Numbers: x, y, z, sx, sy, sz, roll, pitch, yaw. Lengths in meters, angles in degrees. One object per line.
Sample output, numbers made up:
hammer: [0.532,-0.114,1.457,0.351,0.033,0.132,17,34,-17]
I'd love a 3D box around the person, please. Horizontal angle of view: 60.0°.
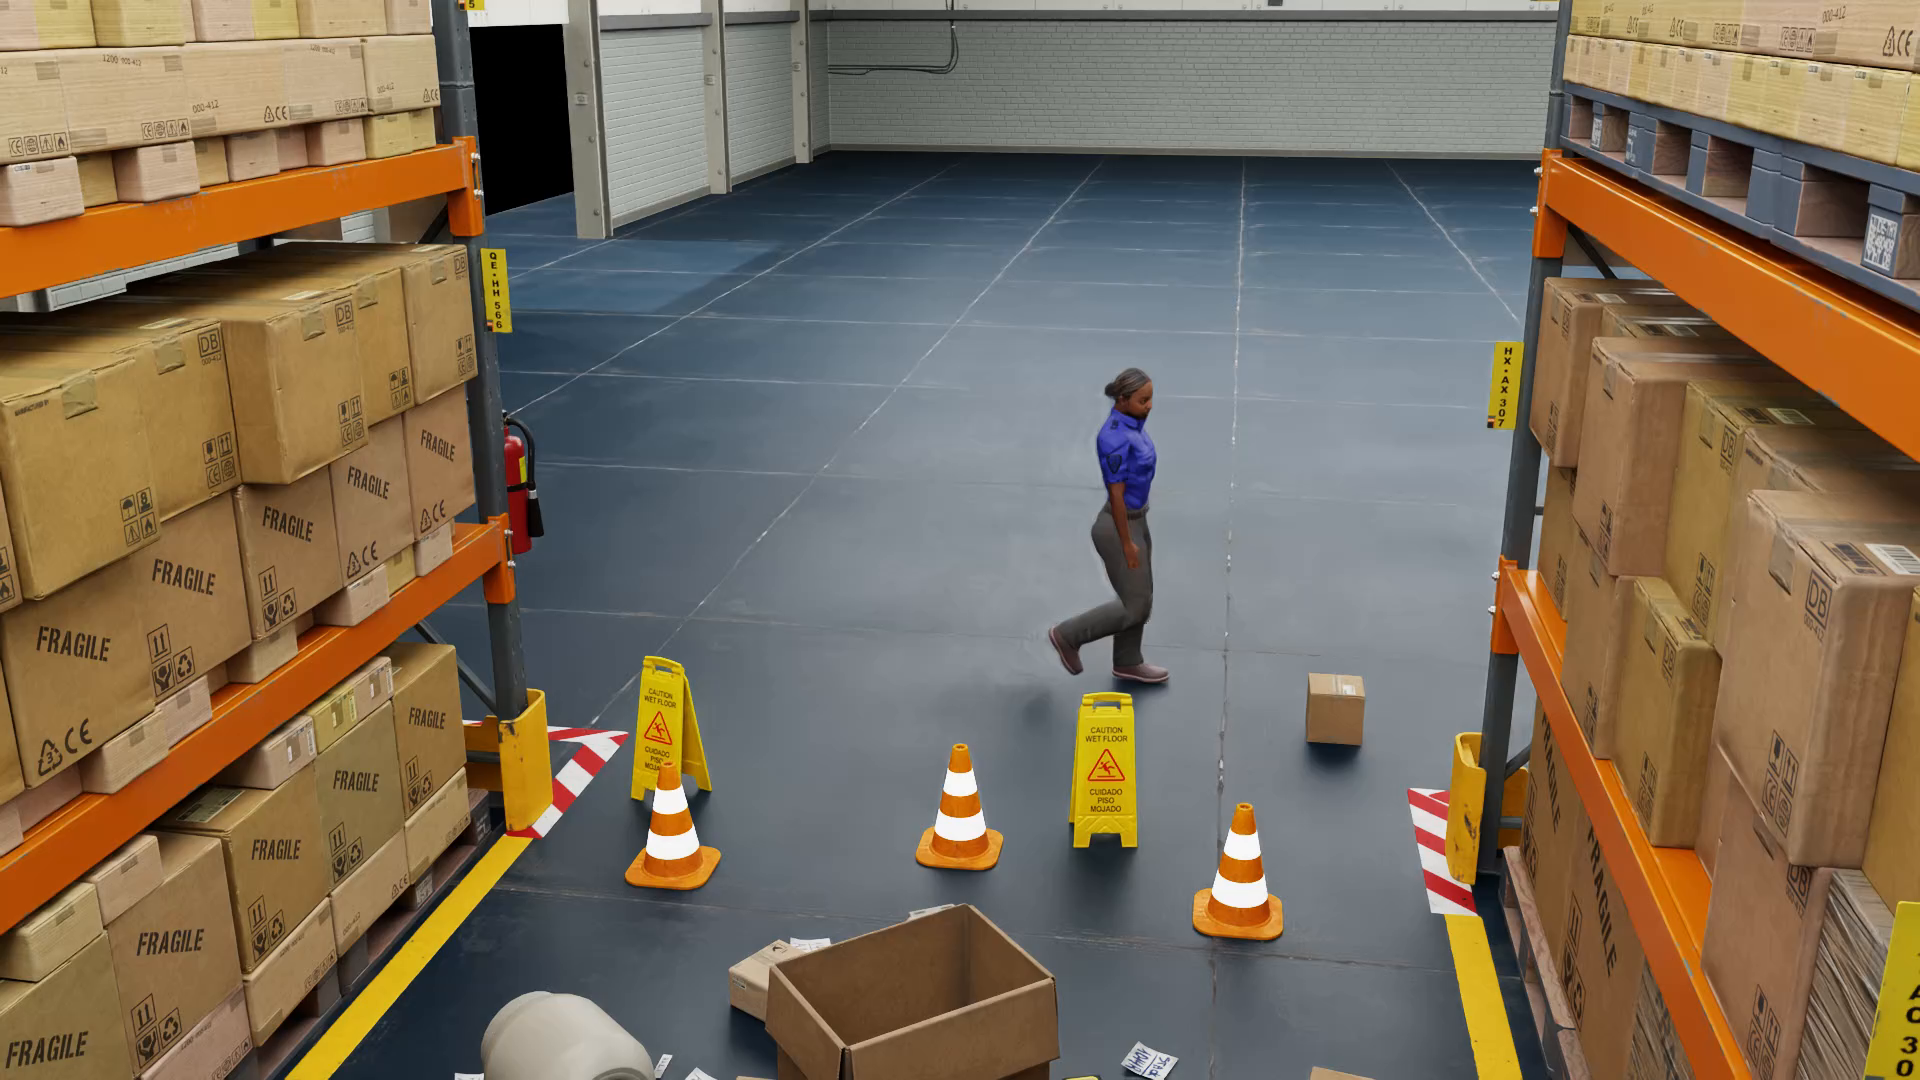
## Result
person: [0.751,-0.046,8.156,0.574,1.651,0.460,5,19,15]
